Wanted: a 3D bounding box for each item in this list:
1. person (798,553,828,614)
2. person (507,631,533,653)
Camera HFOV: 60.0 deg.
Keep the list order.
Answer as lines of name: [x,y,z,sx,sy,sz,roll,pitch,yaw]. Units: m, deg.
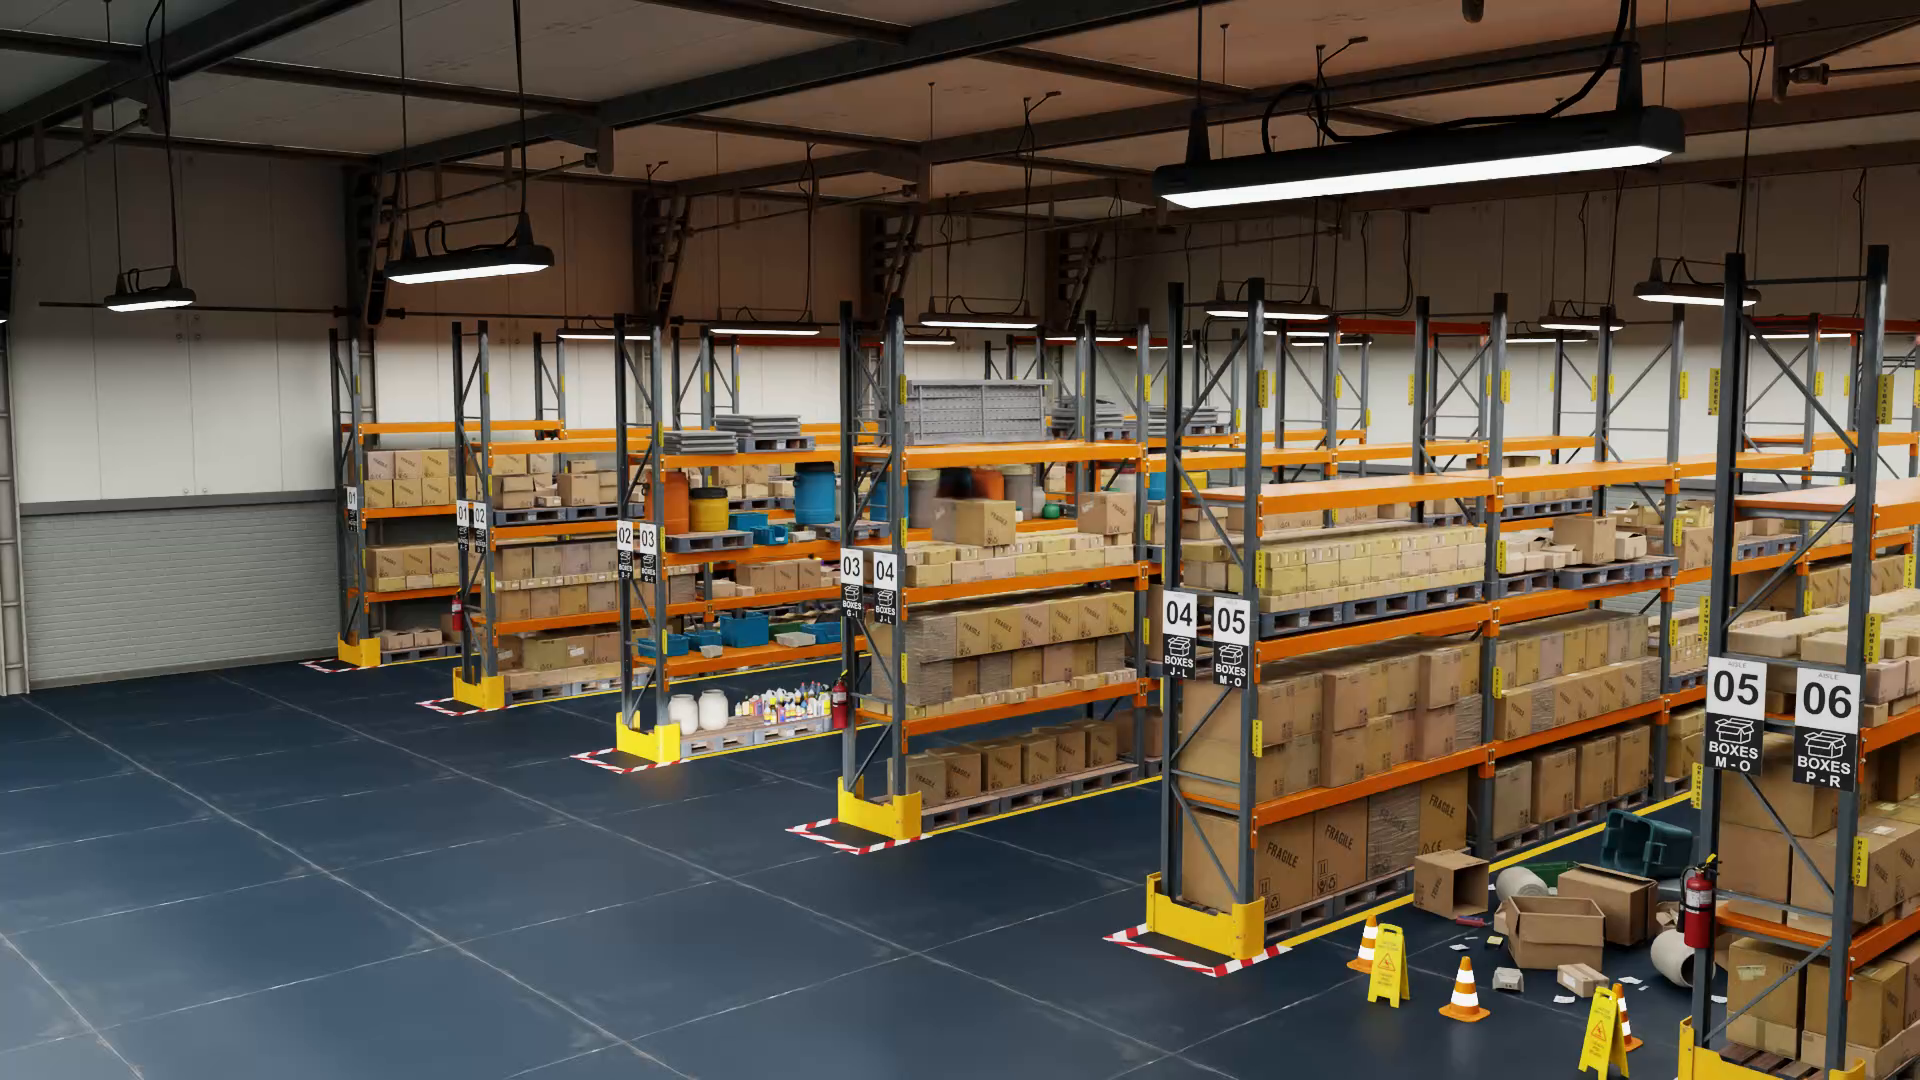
person: [-3.053,0.944,34.046,0.683,1.732,0.975,4,7,37]
person: [-7.683,1.507,29.127,0.402,1.558,0.772,3,6,27]
